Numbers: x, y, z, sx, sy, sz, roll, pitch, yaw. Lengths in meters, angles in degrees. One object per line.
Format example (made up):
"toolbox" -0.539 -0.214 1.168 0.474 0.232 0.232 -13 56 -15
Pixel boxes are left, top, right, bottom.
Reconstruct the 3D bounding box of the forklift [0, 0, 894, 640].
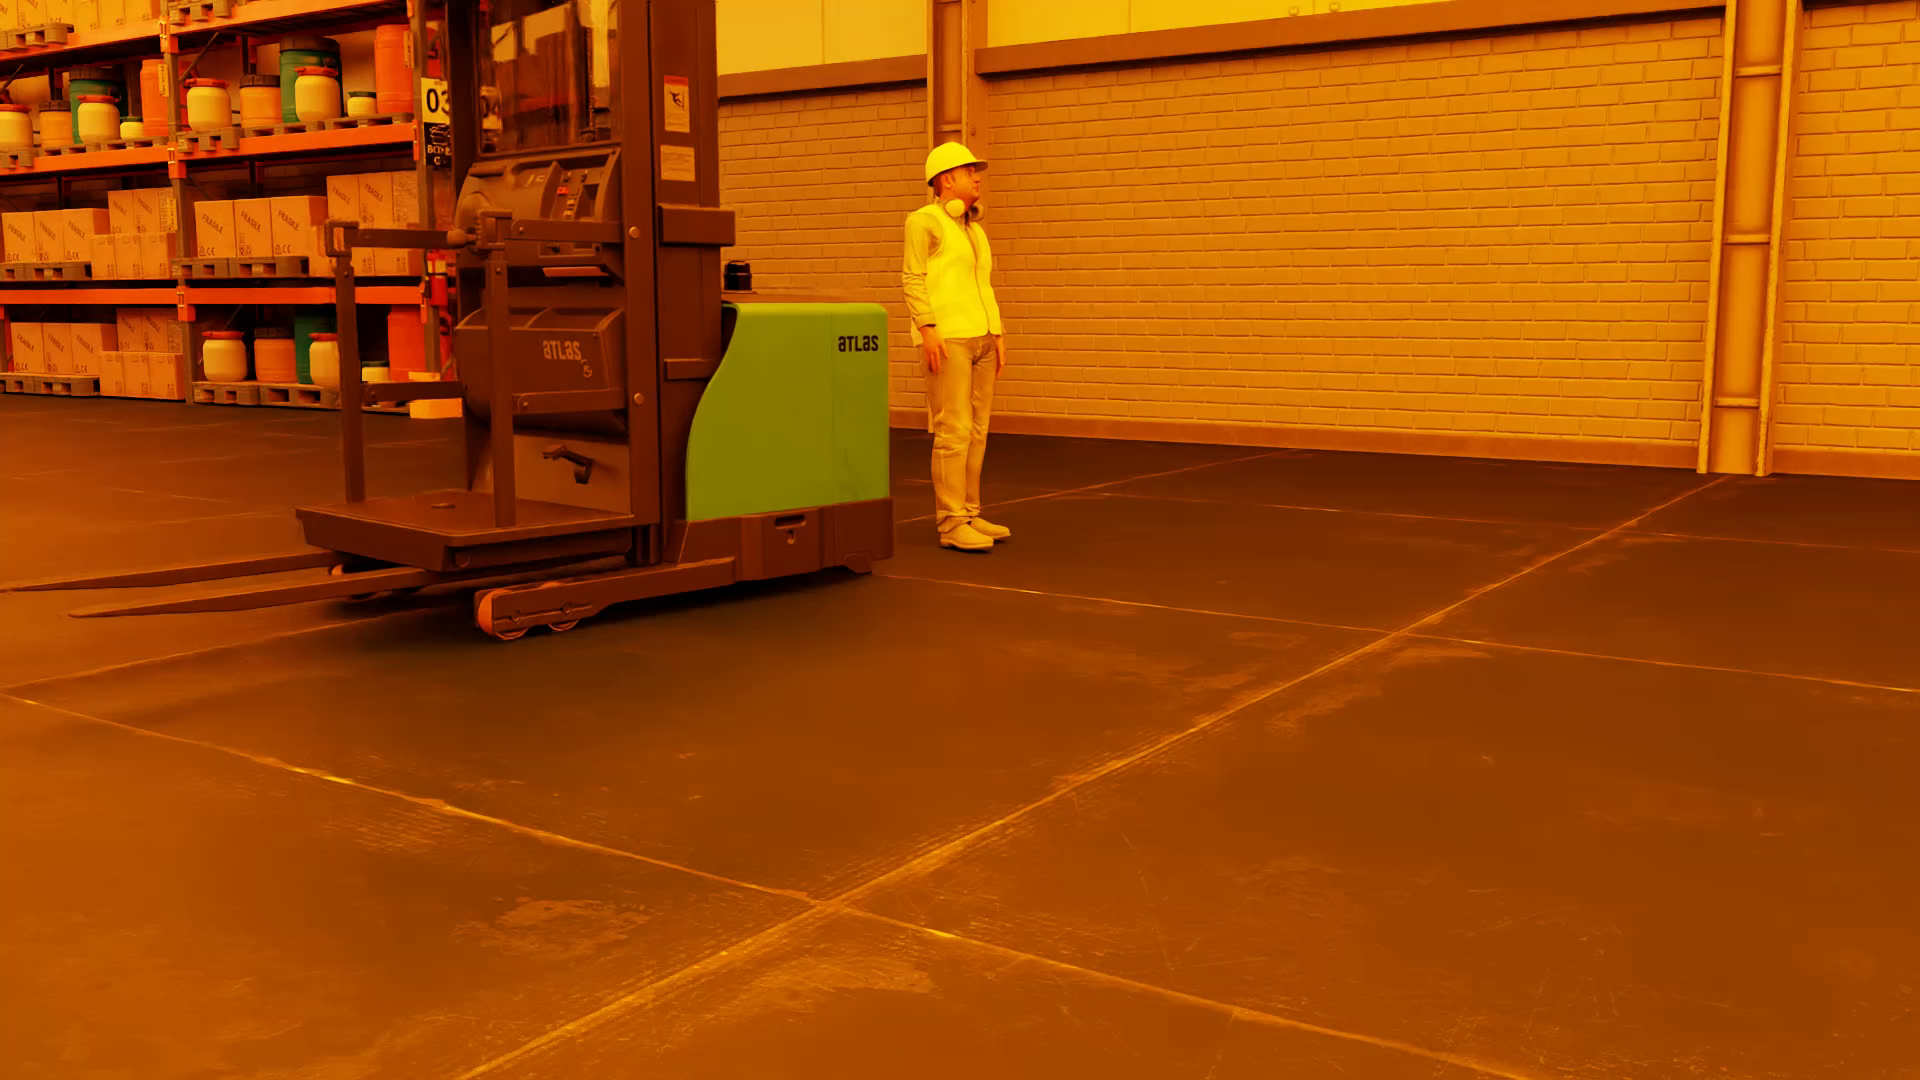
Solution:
"forklift" -1.637 -1.210 5.702 1.130 2.935 3.031 7 11 42

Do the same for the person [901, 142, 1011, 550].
"person" 0.048 -0.880 7.437 0.566 1.775 0.634 5 10 34
